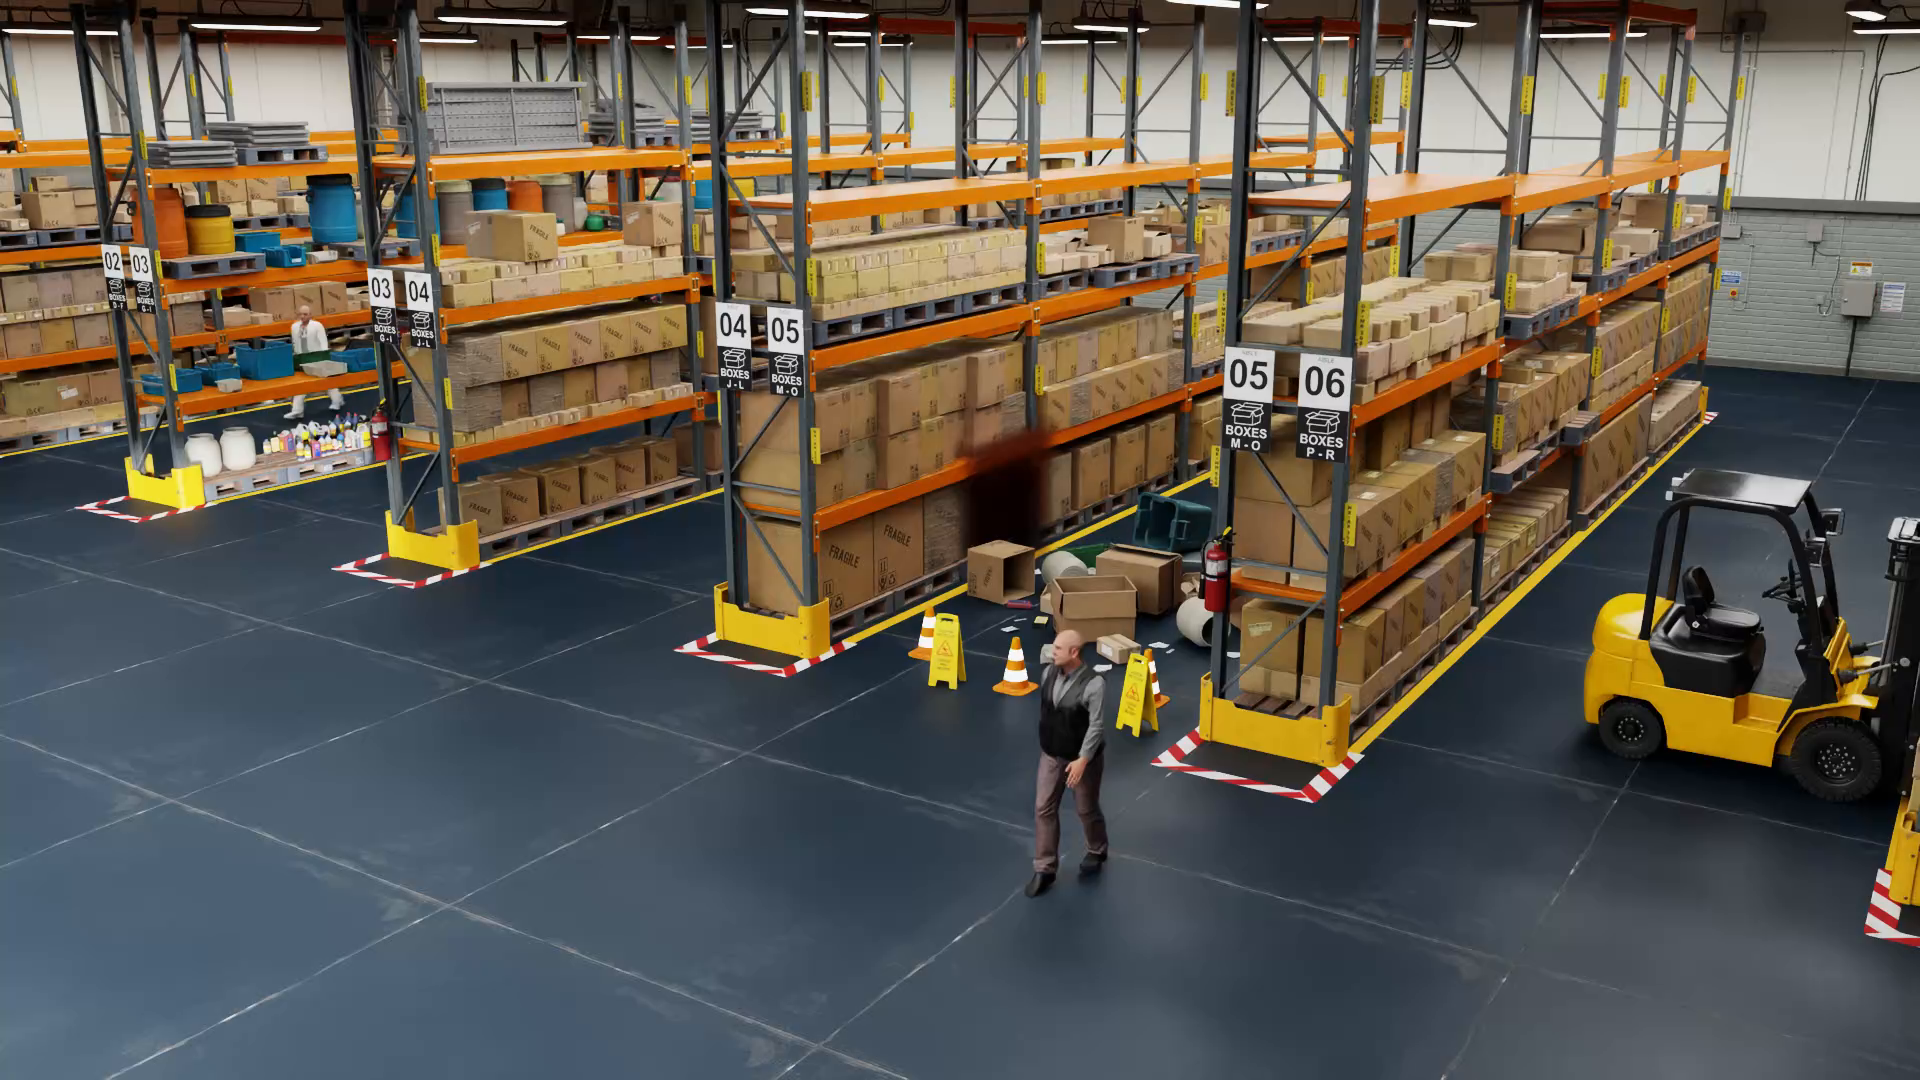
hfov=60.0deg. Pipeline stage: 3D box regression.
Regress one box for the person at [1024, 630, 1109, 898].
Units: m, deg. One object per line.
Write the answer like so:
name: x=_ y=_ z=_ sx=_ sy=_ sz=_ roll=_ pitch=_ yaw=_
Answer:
person: x=0.697 y=1.447 z=10.902 sx=0.564 sy=1.746 sz=0.766 roll=12 pitch=19 yaw=36

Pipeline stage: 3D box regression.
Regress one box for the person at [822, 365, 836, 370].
person: x=-1.625 y=-1.485 z=21.261 sx=0.636 sy=1.738 sz=1.093 roll=5 pitch=16 yaw=17

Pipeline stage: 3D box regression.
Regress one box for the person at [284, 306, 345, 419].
person: x=-10.146 y=-2.799 z=25.983 sx=0.698 sy=1.727 sz=1.159 roll=5 pitch=16 yaw=17
